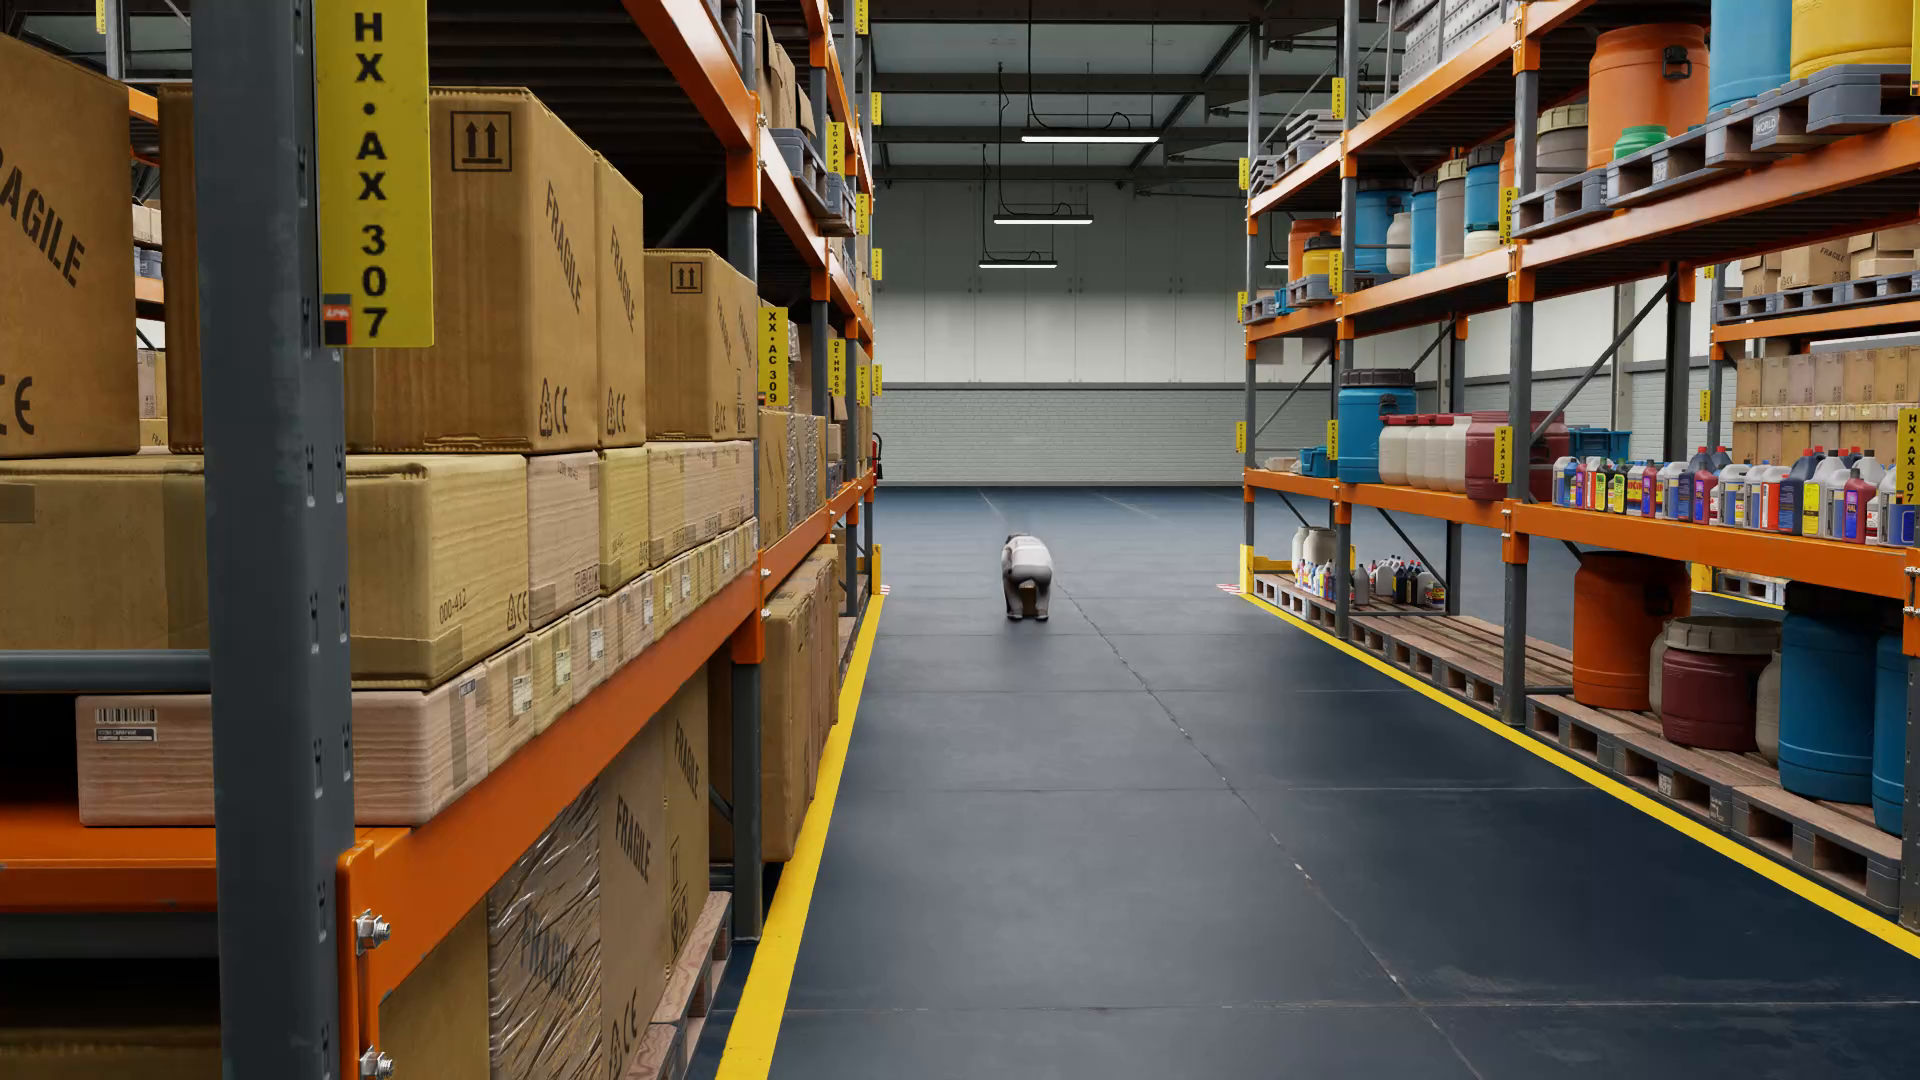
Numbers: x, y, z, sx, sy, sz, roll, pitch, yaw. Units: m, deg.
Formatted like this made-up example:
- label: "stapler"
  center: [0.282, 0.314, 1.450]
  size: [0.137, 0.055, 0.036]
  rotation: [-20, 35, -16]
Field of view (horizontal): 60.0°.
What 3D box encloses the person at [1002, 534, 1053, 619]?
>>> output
- label: "person"
  center: [0.615, 0.344, 15.301]
  size: [0.447, 0.766, 0.926]
  rotation: [0, 4, -3]
